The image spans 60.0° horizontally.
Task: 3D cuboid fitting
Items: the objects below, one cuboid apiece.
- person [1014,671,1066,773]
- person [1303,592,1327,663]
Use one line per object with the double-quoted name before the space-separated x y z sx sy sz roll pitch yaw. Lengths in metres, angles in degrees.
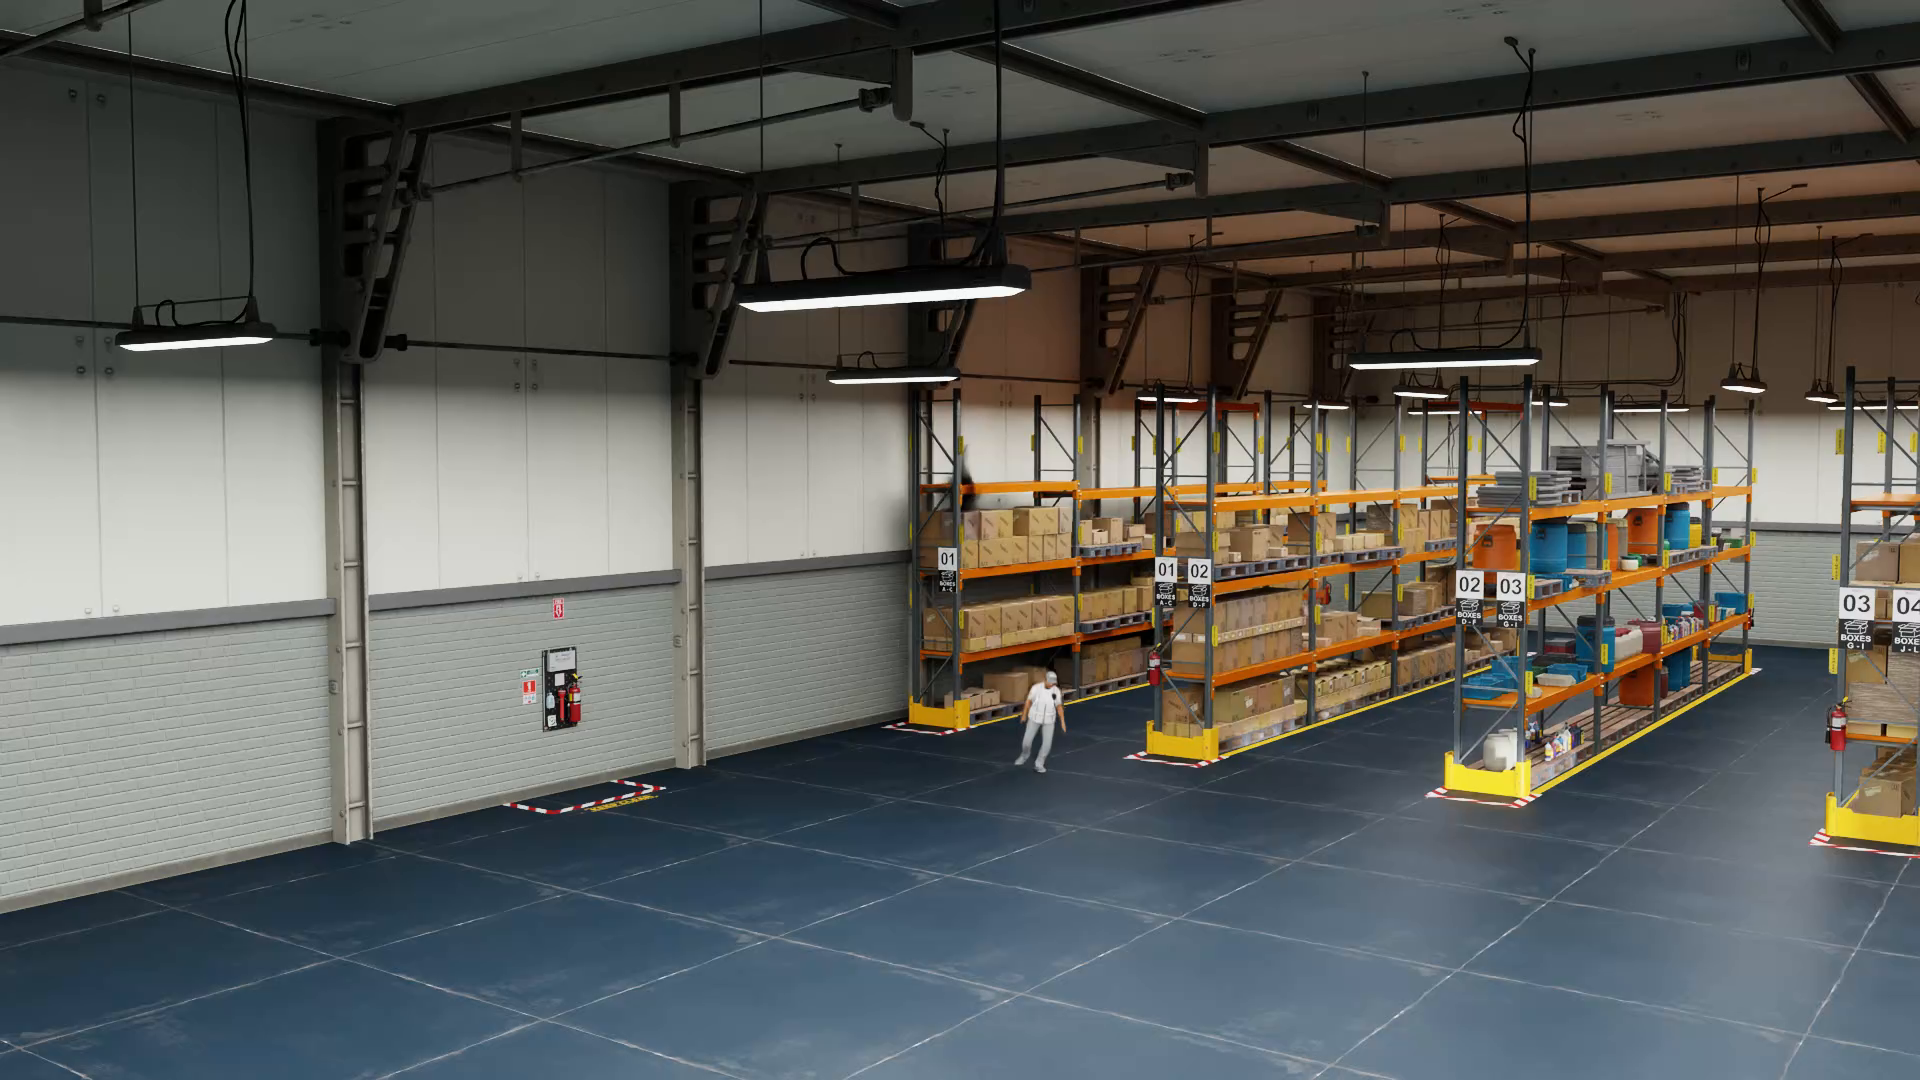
"person" 1.229 2.762 25.373 0.756 1.579 0.694 0 3 -4
"person" 7.752 2.016 36.748 0.649 1.766 0.773 2 4 35
